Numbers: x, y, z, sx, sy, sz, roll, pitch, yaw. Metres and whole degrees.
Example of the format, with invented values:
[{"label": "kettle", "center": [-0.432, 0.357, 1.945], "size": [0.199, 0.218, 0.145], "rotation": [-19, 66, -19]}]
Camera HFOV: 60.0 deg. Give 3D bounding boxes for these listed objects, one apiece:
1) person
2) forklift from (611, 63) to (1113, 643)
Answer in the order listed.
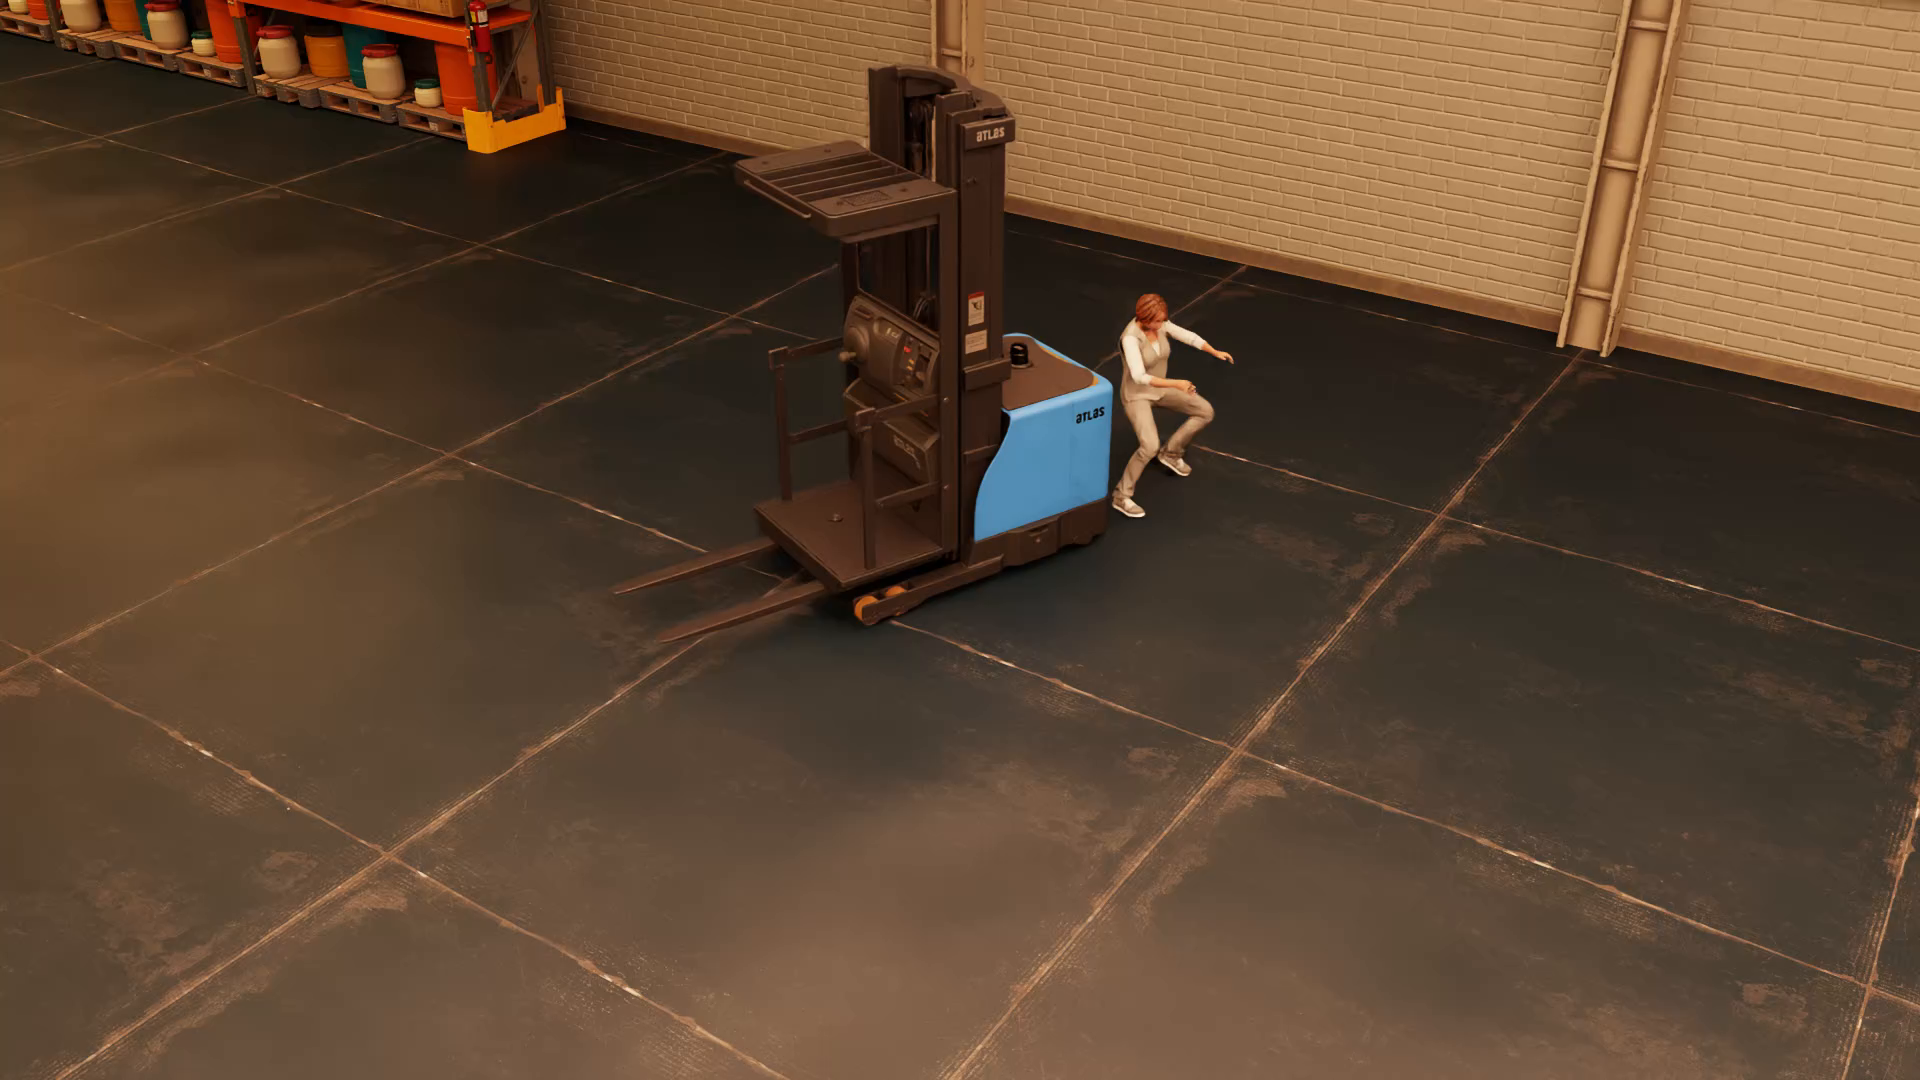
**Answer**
[{"label": "person", "center": [1.317, -0.904, 10.687], "size": [0.796, 1.363, 0.683], "rotation": [-25, 38, -36]}, {"label": "forklift", "center": [-0.569, -1.076, 9.434], "size": [3.031, 2.935, 1.130], "rotation": [-19, 35, -29]}]
